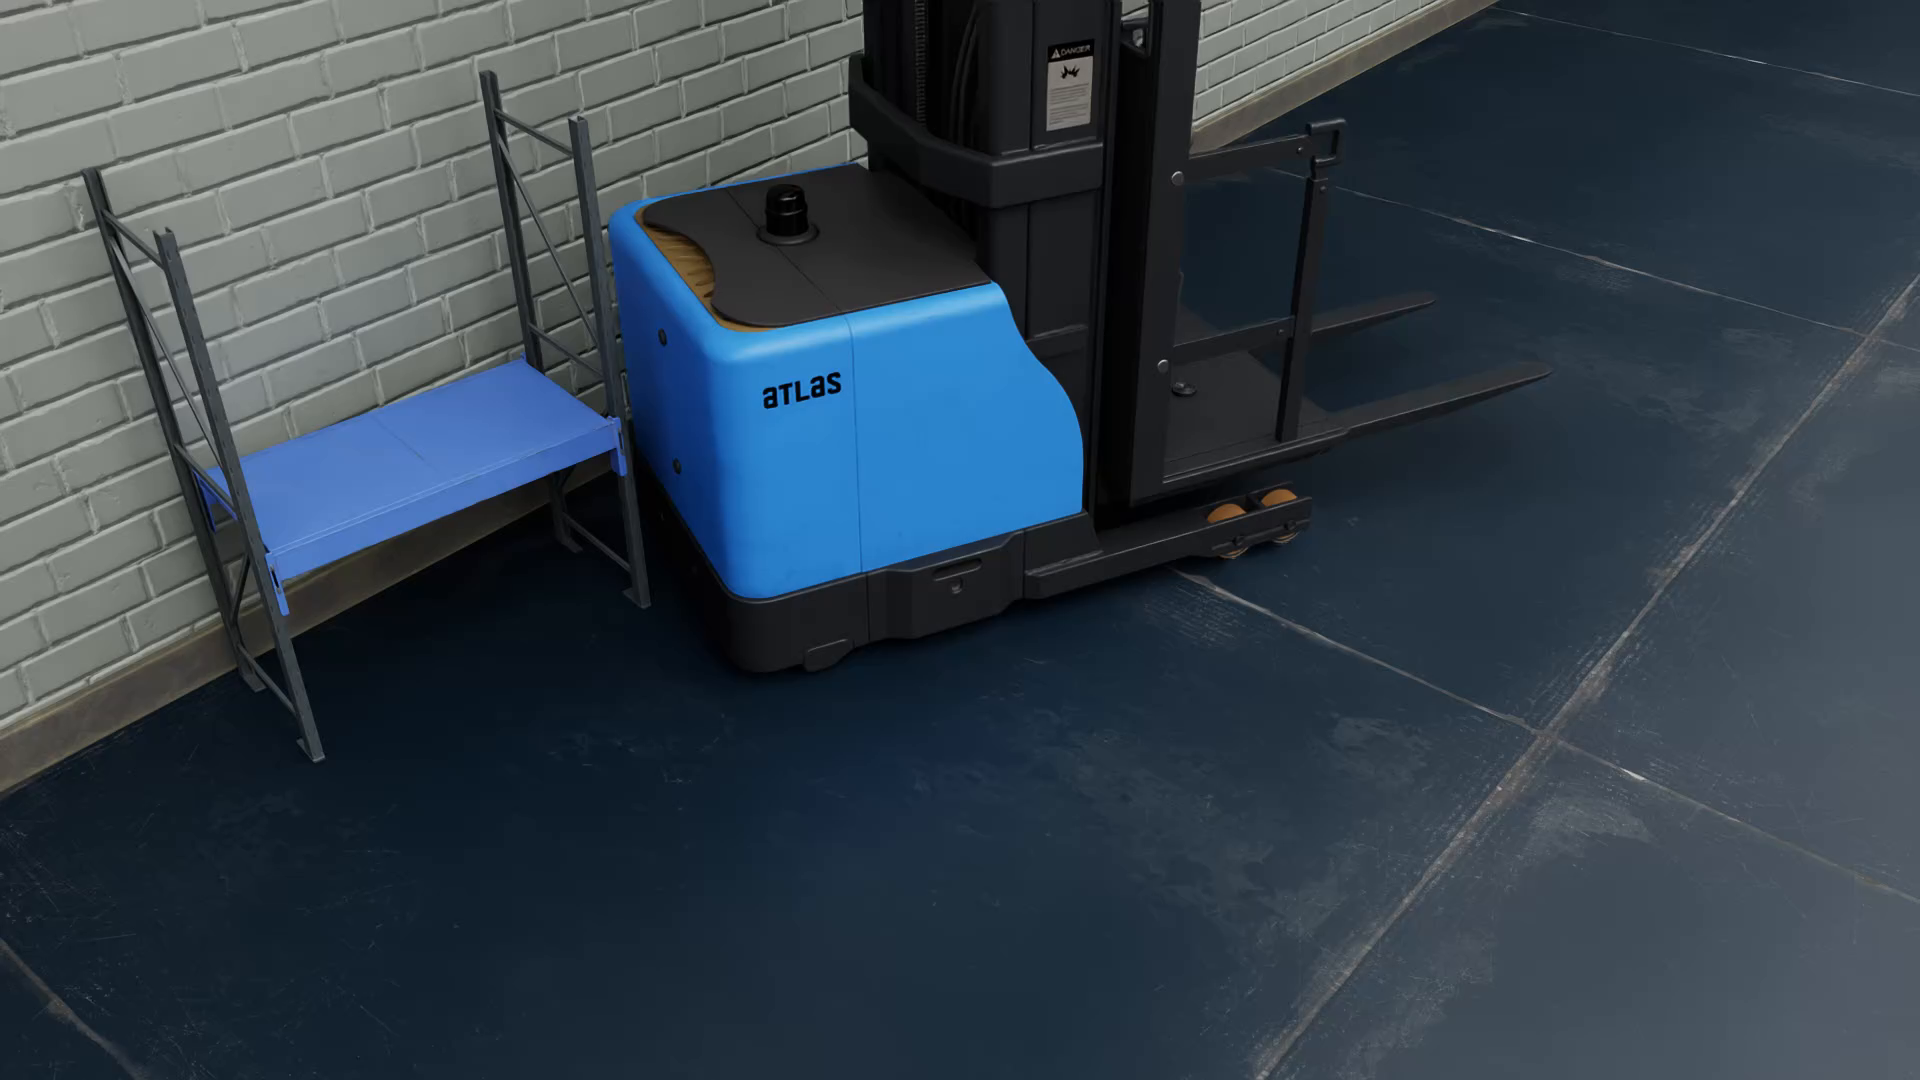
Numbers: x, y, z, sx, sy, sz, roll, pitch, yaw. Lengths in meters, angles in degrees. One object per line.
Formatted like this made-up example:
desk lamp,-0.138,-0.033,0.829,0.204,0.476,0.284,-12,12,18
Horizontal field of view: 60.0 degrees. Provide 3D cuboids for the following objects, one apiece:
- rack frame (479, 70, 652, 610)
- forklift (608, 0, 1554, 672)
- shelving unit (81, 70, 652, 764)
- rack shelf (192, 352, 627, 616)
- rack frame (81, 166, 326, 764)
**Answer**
rack frame,-1.099,-0.522,4.685,0.032,1.500,0.500,-27,43,-33
forklift,0.536,-1.405,4.706,3.031,2.935,1.130,-15,37,-21
shelving unit,-1.479,-0.330,4.406,1.048,1.500,0.538,-27,43,-33
rack shelf,-1.479,-0.182,4.508,1.000,0.185,0.538,-27,43,-33
rack frame,-1.859,-0.139,4.128,0.032,1.500,0.500,-27,43,-33
